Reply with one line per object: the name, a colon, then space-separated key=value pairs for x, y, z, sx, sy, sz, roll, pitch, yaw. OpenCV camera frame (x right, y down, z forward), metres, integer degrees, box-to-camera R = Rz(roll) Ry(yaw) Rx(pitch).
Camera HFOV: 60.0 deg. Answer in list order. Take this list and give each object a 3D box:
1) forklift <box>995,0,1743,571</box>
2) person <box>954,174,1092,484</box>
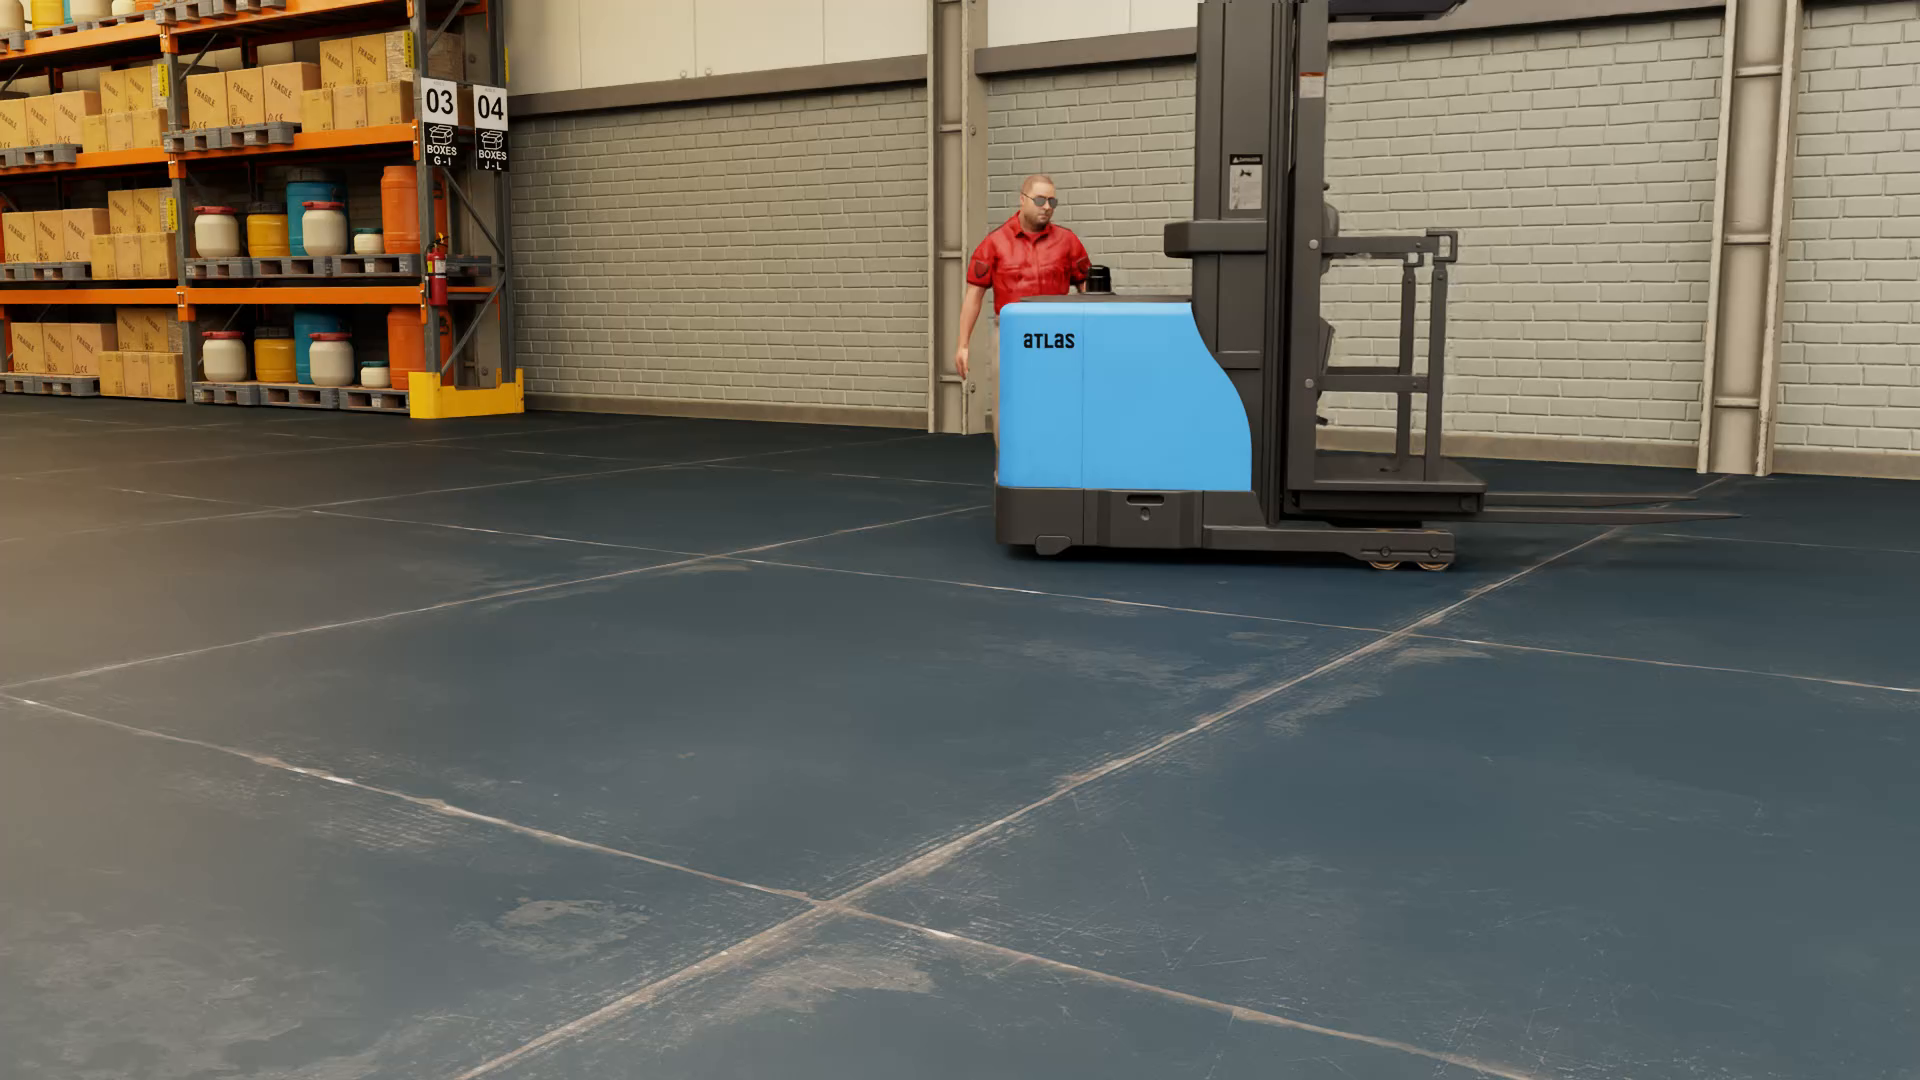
forklift: x=1.710 y=-1.405 z=7.074 sx=3.031 sy=2.935 sz=1.130 roll=1 pitch=8 yaw=8
person: x=0.393 y=-0.962 z=8.341 sx=0.831 sy=1.703 sz=0.389 roll=-1 pitch=8 yaw=-7
